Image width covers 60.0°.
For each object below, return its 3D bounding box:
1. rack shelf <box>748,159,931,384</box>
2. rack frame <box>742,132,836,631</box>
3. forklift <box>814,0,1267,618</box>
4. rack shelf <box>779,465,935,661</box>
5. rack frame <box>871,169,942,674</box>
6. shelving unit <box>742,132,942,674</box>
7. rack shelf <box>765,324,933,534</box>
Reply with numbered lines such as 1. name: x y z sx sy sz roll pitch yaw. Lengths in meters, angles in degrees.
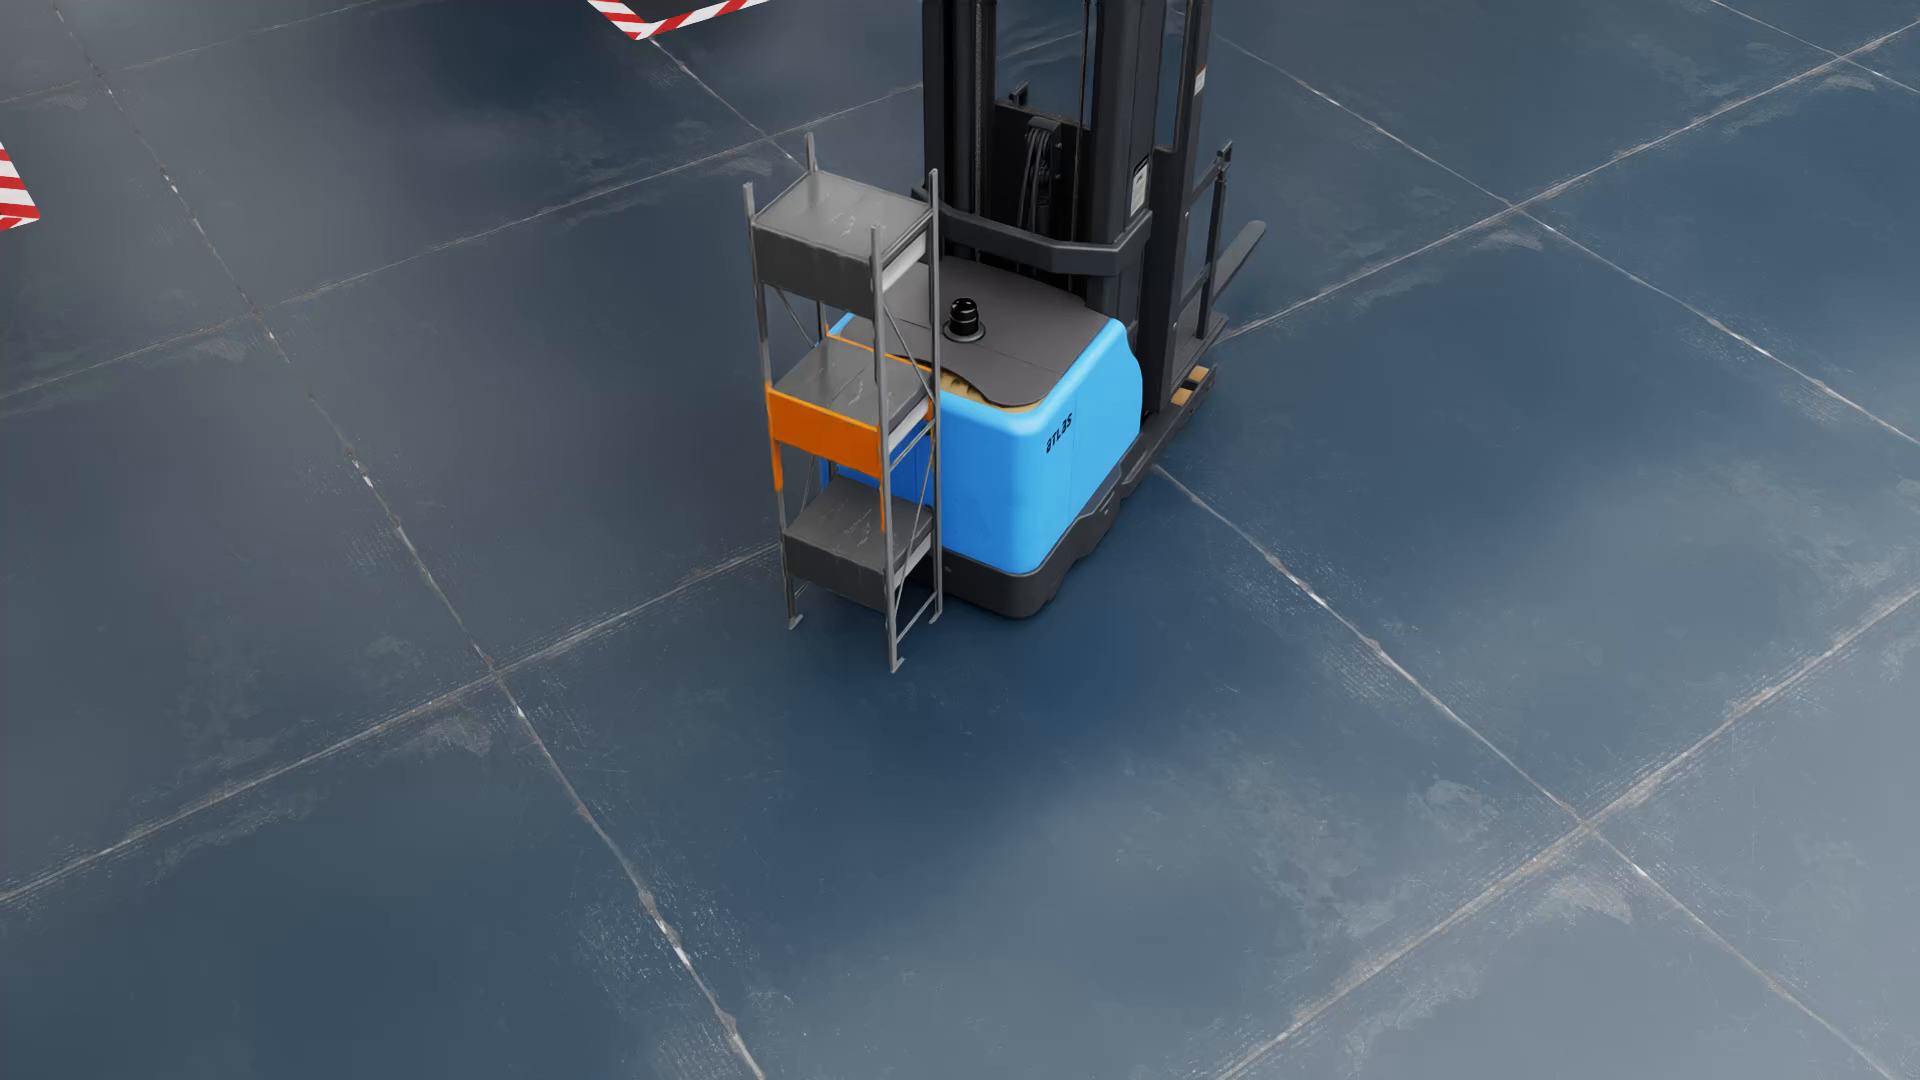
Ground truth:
1. rack shelf: -0.390 -0.921 5.691 0.480 0.518 0.431 21 48 21
2. rack frame: -0.603 -0.507 6.252 0.015 2.100 0.400 21 48 21
3. forklift: 0.562 -1.751 6.952 1.130 2.935 3.031 21 48 21
4. rack shelf: -0.390 0.091 6.658 0.480 0.518 0.431 21 48 21
5. rack frame: -0.178 -0.342 6.079 0.015 2.100 0.400 21 48 21
6. shelving unit: -0.390 -0.425 6.165 0.503 2.100 0.431 21 48 21
7. rack shelf: -0.390 -0.415 6.175 0.480 0.518 0.431 21 48 21
